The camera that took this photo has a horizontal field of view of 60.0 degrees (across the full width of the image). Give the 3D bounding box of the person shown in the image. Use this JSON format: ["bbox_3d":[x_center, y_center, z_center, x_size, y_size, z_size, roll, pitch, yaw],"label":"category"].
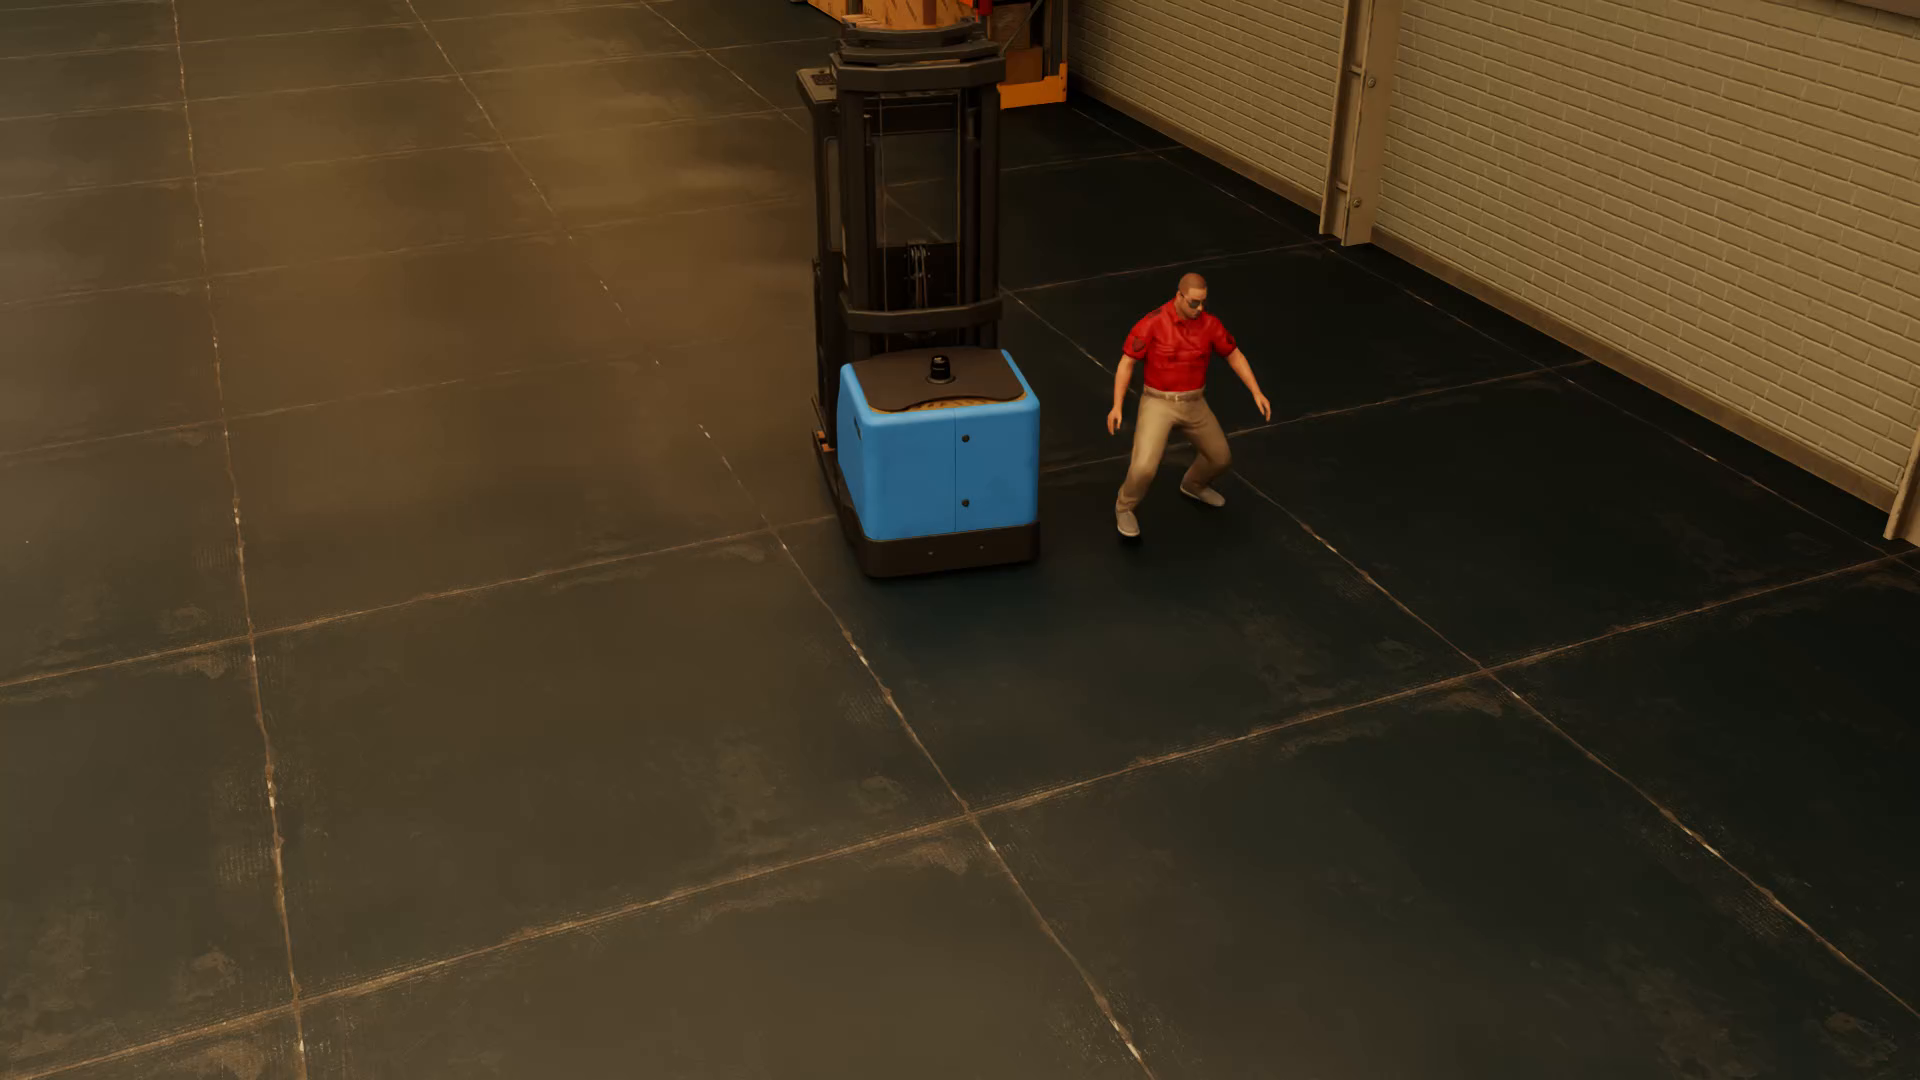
[{"bbox_3d":[1.330,-0.817,9.929,0.972,1.611,0.674,-7,31,-13],"label":"person"}]

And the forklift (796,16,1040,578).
[{"bbox_3d":[-0.360,-1.772,10.220,1.130,2.935,3.031,-6,30,-11],"label":"forklift"}]
